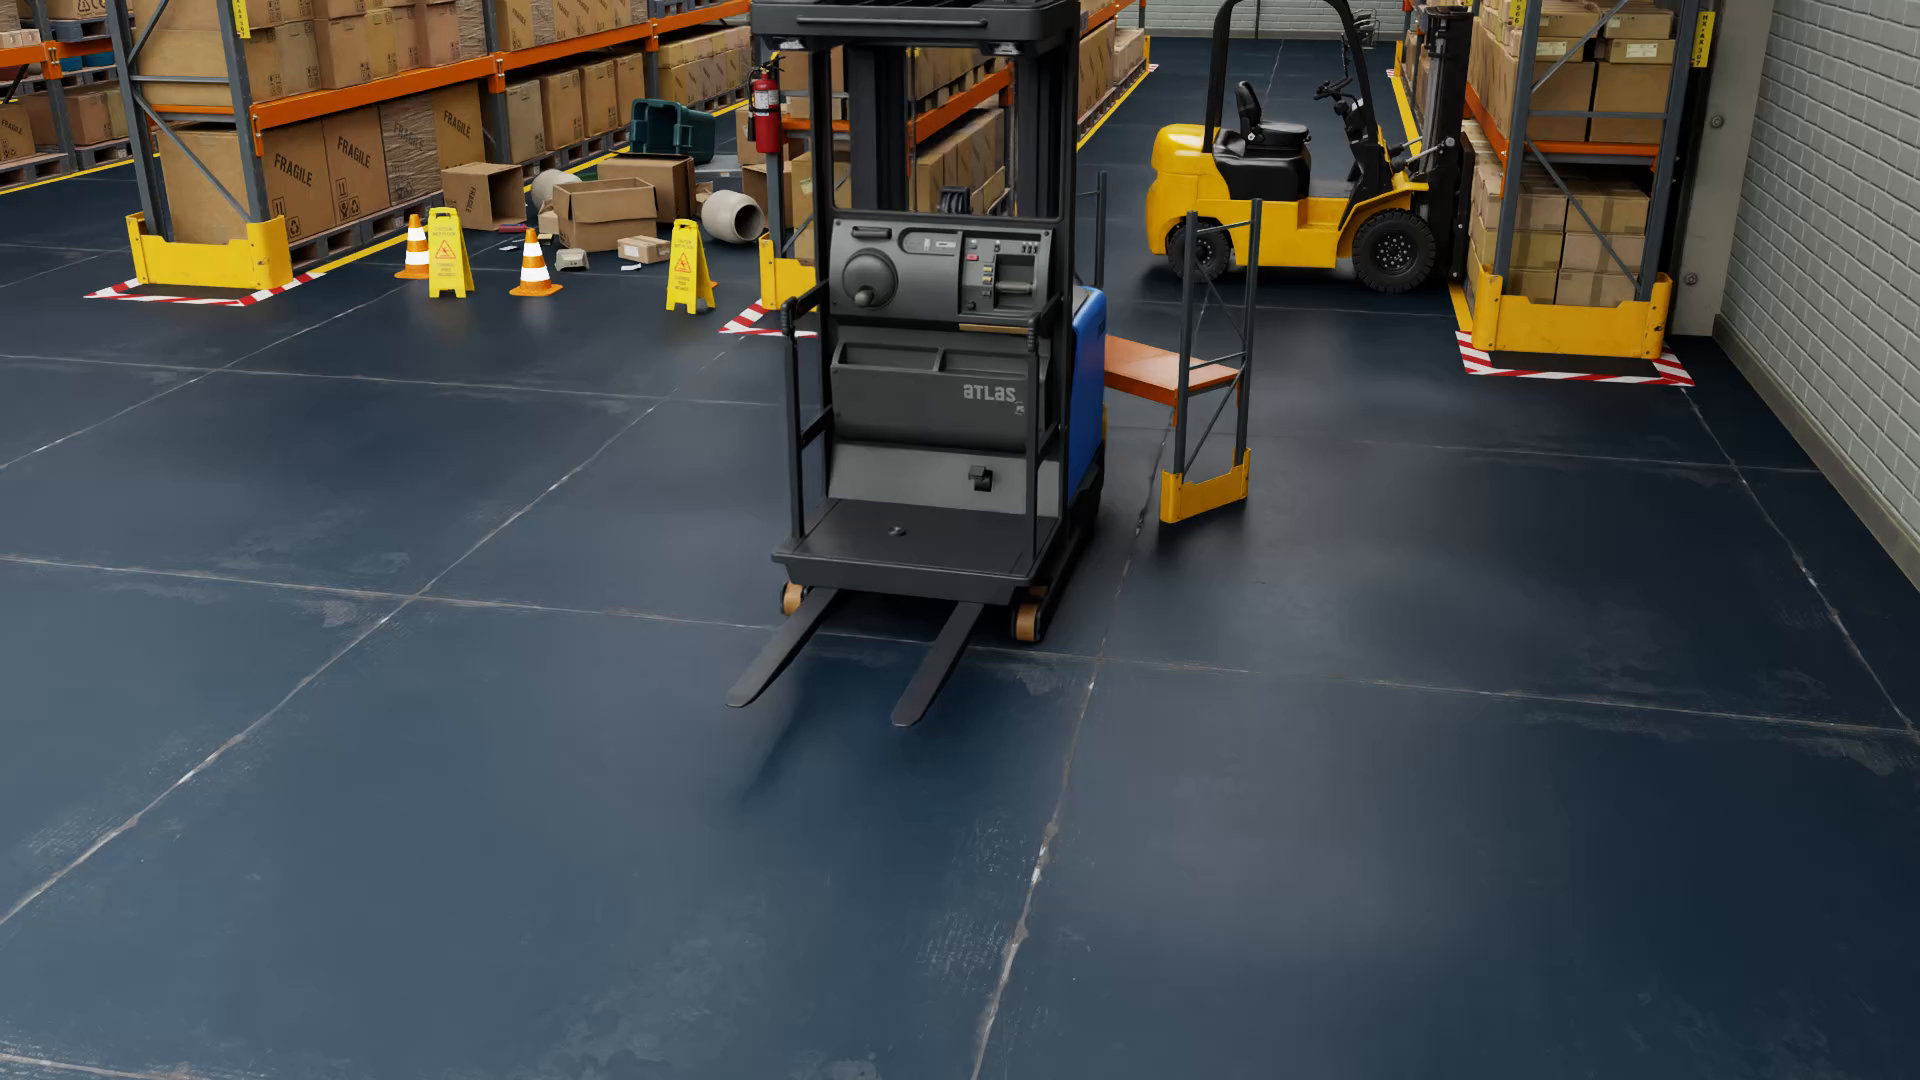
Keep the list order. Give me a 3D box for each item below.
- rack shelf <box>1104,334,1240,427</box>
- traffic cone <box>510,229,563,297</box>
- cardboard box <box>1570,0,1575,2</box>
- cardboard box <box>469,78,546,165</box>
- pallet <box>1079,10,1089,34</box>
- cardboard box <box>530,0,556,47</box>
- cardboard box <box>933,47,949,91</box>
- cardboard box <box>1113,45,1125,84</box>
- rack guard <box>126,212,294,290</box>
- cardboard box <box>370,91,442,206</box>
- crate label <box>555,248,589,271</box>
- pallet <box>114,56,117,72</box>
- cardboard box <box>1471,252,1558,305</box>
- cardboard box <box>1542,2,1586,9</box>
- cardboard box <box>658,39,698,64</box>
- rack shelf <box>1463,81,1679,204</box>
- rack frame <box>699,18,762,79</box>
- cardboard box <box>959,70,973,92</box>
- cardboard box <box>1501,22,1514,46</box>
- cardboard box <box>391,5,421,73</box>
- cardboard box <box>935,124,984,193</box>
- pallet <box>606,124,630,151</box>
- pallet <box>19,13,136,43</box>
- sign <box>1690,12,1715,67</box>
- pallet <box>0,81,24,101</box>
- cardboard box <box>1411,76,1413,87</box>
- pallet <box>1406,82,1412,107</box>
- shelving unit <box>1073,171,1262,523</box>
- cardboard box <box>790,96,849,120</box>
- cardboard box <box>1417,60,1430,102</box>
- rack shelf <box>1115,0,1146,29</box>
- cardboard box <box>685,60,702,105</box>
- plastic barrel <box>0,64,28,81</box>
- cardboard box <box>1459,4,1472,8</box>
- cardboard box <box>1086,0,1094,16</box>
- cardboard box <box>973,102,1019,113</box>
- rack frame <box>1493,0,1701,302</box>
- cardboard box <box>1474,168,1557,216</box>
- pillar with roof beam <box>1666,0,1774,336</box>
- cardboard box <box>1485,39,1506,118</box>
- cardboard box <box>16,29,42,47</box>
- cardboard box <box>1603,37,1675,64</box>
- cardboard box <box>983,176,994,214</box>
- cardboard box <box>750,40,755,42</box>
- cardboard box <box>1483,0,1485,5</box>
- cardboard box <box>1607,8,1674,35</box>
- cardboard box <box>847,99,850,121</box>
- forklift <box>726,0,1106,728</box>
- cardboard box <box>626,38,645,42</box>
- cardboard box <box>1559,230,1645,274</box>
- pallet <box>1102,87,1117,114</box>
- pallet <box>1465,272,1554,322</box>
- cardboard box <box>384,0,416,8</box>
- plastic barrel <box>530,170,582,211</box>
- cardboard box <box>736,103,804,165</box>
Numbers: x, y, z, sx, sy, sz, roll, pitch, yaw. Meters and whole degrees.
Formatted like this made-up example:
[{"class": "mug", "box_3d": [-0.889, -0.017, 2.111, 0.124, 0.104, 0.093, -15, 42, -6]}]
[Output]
[{"class": "rack shelf", "box_3d": [0.891, -0.827, 8.382, 0.538, 0.185, 1.000, -18, 28, -38]}, {"class": "traffic cone", "box_3d": [-3.186, -2.089, 12.422, 0.336, 0.463, 0.334, 4, 22, 11]}, {"class": "cardboard box", "box_3d": [4.677, -3.925, 12.185, 0.380, 0.149, 0.250, 5, 22, 12]}, {"class": "cardboard box", "box_3d": [-4.866, -4.238, 16.812, 1.050, 0.750, 0.750, 4, 22, 11]}, {"class": "pallet", "box_3d": [0.737, -5.618, 18.045, 1.213, 0.211, 1.003, 4, 22, 11]}, {"class": "cardboard box", "box_3d": [-4.432, -5.256, 16.756, 0.500, 0.500, 0.500, 5, 22, 11]}, {"class": "cardboard box", "box_3d": [-0.384, -3.576, 12.186, 0.500, 0.500, 0.500, 5, 23, 13]}, {"class": "cardboard box", "box_3d": [1.827, -6.666, 23.259, 0.875, 0.438, 0.875, 4, 22, 10]}, {"class": "rack guard", "box_3d": [-5.726, -2.222, 12.702, 1.175, 0.500, 0.348, 4, 22, 11]}, {"class": "cardboard box", "box_3d": [-5.282, -3.508, 14.831, 0.875, 0.875, 0.875, 5, 22, 11]}, {"class": "crate label", "box_3d": [-3.086, -2.230, 13.208, 0.250, 0.136, 0.298, -7, 23, -17]}, {"class": "pallet", "box_3d": [-12.844, -7.550, 26.318, 1.003, 0.211, 1.213, 4, 22, 11]}, {"class": "cardboard box", "box_3d": [3.792, -1.788, 11.397, 0.500, 0.250, 0.500, 5, 22, 11]}, {"class": "cardboard box", "box_3d": [4.043, -3.581, 11.330, 0.380, 0.149, 0.250, 5, 22, 11]}, {"class": "cardboard box", "box_3d": [-3.608, -6.119, 20.811, 0.500, 0.250, 0.500, 4, 22, 10]}, {"class": "rack shelf", "box_3d": [4.413, -3.071, 12.426, 1.077, 0.370, 4.000, 4, 22, 11]}, {"class": "rack frame", "box_3d": [-3.273, -7.779, 23.154, 1.000, 3.000, 0.127, 4, 22, 11]}, {"class": "cardboard box", "box_3d": [-0.108, -3.696, 13.351, 0.380, 0.149, 0.250, 5, 22, 11]}, {"class": "cardboard box", "box_3d": [4.008, -3.545, 11.640, 0.380, 0.149, 0.250, 4, 22, 9]}, {"class": "cardboard box", "box_3d": [-5.284, -4.396, 14.552, 0.875, 0.550, 0.550, 4, 22, 11]}, {"class": "cardboard box", "box_3d": [-0.101, -3.170, 13.825, 0.500, 0.500, 0.500, 6, 23, 14]}, {"class": "pallet", "box_3d": [-4.323, -4.740, 19.341, 1.003, 0.211, 1.213, 4, 22, 11]}, {"class": "pallet", "box_3d": [-9.442, -5.448, 17.622, 1.003, 0.211, 1.213, 4, 22, 11]}, {"class": "sign", "box_3d": [4.547, -3.067, 10.189, 0.100, 0.325, 0.005, 4, 22, 11]}, {"class": "pallet", "box_3d": [-13.652, -6.107, 22.734, 1.003, 0.211, 1.213, 4, 22, 11]}, {"class": "cardboard box", "box_3d": [6.280, -6.160, 22.388, 0.380, 0.149, 0.250, 4, 22, 9]}, {"class": "pallet", "box_3d": [6.595, -6.019, 22.517, 1.003, 0.211, 1.213, 4, 22, 11]}, {"class": "shelving unit", "box_3d": [0.885, -0.997, 8.321, 0.587, 1.500, 1.083, -18, 28, -38]}, {"class": "cardboard box", "box_3d": [-0.988, -3.087, 11.839, 0.380, 0.149, 0.250, 5, 23, 13]}, {"class": "cardboard box", "box_3d": [6.036, -5.742, 20.879, 0.500, 0.500, 0.500, 4, 22, 10]}, {"class": "rack shelf", "box_3d": [2.002, -7.836, 24.259, 1.077, 0.370, 4.000, 4, 22, 11]}, {"class": "cardboard box", "box_3d": [-3.595, -5.775, 20.961, 0.500, 0.500, 0.500, 5, 22, 12]}, {"class": "plastic barrel", "box_3d": [-13.459, -6.778, 23.335, 0.600, 0.588, 0.708, 4, 22, 11]}, {"class": "cardboard box", "box_3d": [4.769, -4.686, 15.005, 0.500, 0.250, 0.500, 4, 22, 10]}, {"class": "cardboard box", "box_3d": [1.324, -6.447, 20.046, 0.500, 0.250, 0.500, 5, 23, 13]}, {"class": "cardboard box", "box_3d": [0.510, -4.475, 17.906, 0.950, 0.372, 0.625, 4, 22, 10]}, {"class": "rack frame", "box_3d": [4.005, -2.673, 10.476, 1.000, 3.000, 0.127, 4, 22, 11]}, {"class": "cardboard box", "box_3d": [3.892, -2.436, 11.666, 0.500, 0.250, 0.500, 5, 22, 12]}, {"class": "pillar with roof beam", "box_3d": [0.815, -5.970, 10.631, 9.100, 9.000, 0.400, 4, 22, 11]}, {"class": "cardboard box", "box_3d": [4.068, -3.296, 11.888, 0.500, 0.500, 0.500, 4, 22, 10]}, {"class": "cardboard box", "box_3d": [-9.496, -5.051, 16.716, 0.380, 0.149, 0.250, 4, 22, 11]}, {"class": "cardboard box", "box_3d": [4.329, -3.125, 10.595, 0.380, 0.149, 0.250, 4, 22, 10]}, {"class": "cardboard box", "box_3d": [0.005, -3.000, 14.406, 0.500, 0.250, 0.500, 4, 22, 9]}, {"class": "cardboard box", "box_3d": [-2.885, -7.134, 24.009, 0.380, 0.149, 0.250, 6, 23, 14]}, {"class": "cardboard box", "box_3d": [4.448, -4.292, 13.493, 0.380, 0.149, 0.250, 5, 22, 12]}, {"class": "cardboard box", "box_3d": [4.399, -3.357, 10.774, 0.380, 0.149, 0.250, 5, 23, 13]}, {"class": "cardboard box", "box_3d": [-0.583, -3.042, 11.728, 0.380, 0.149, 0.250, 5, 22, 11]}, {"class": "forklift", "box_3d": [-0.133, -1.095, 6.649, 1.130, 2.935, 3.031, 5, 23, 13]}, {"class": "cardboard box", "box_3d": [-4.113, -6.155, 20.901, 0.500, 0.250, 0.500, 5, 22, 12]}, {"class": "cardboard box", "box_3d": [4.305, -1.980, 11.205, 0.500, 0.250, 0.500, 5, 22, 12]}, {"class": "pallet", "box_3d": [1.510, -5.857, 22.115, 1.003, 0.211, 1.213, 4, 22, 11]}, {"class": "pallet", "box_3d": [4.120, -1.663, 11.699, 1.003, 0.211, 1.213, 4, 22, 11]}, {"class": "cardboard box", "box_3d": [-5.257, -4.895, 14.345, 0.875, 0.550, 0.550, 4, 22, 11]}, {"class": "plastic barrel", "box_3d": [-3.635, -3.126, 15.050, 0.421, 0.421, 0.512, -16, 27, -35]}, {"class": "cardboard box", "box_3d": [-1.787, -3.829, 15.679, 0.500, 0.500, 0.500, 4, 22, 11]}]
